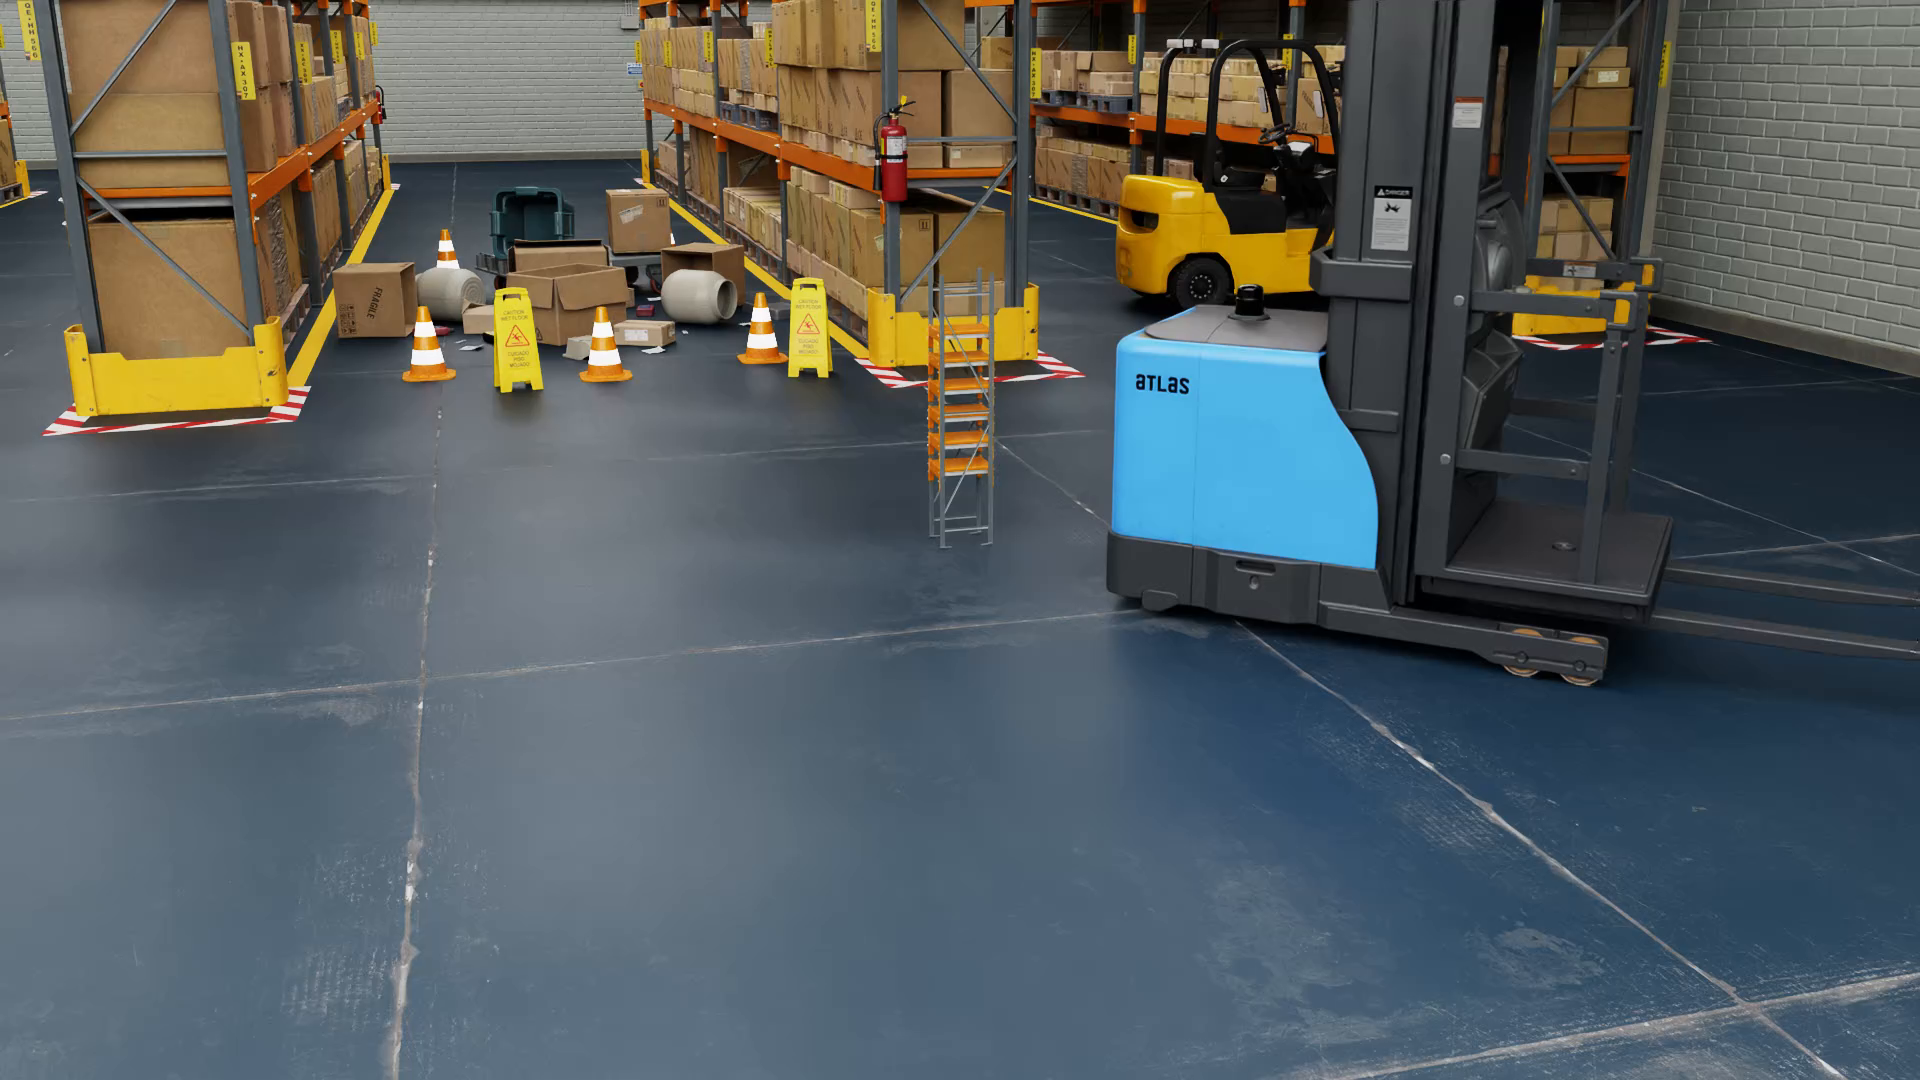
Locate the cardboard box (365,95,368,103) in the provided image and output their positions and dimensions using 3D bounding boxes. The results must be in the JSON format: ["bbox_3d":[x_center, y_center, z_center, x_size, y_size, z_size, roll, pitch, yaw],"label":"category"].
[{"bbox_3d":[-8.539,-6.222,23.389,0.380,0.149,0.250,-6,18,-18],"label":"cardboard box"}]

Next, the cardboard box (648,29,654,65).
[{"bbox_3d":[-4.265,-7.201,24.298,0.500,0.500,0.500,-5,17,-16],"label":"cardboard box"}]

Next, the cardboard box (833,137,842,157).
[{"bbox_3d":[-0.751,-3.002,12.669,0.380,0.149,0.250,-5,17,-16],"label":"cardboard box"}]

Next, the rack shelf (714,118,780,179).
[{"bbox_3d":[-1.673,-4.003,16.814,1.077,0.370,4.000,-5,17,-15],"label":"rack shelf"}]

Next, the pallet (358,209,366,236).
[{"bbox_3d":[-7.499,-3.699,19.399,1.003,0.211,1.213,-5,17,-15],"label":"pallet"}]

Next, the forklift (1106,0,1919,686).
[{"bbox_3d":[2.131,-1.073,5.928,3.031,2.935,1.130,8,19,25],"label":"forklift"}]

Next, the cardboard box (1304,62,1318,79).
[{"bbox_3d":[3.483,-4.437,15.709,0.380,0.149,0.250,-5,17,-16],"label":"cardboard box"}]

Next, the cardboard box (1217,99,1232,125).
[{"bbox_3d":[3.008,-4.513,17.523,0.500,0.250,0.500,-5,17,-15],"label":"cardboard box"}]

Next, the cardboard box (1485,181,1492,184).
[{"bbox_3d":[4.395,-3.012,14.576,0.500,0.250,0.500,-5,17,-16],"label":"cardboard box"}]

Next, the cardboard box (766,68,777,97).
[{"bbox_3d":[-1.471,-4.295,15.117,0.500,0.500,0.500,-5,17,-16],"label":"cardboard box"}]

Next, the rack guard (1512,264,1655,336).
[{"bbox_3d":[4.754,-1.877,12.833,1.175,0.500,0.348,-5,17,-15],"label":"rack guard"}]

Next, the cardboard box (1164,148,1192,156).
[{"bbox_3d":[2.705,-4.778,20.631,0.380,0.149,0.250,-4,17,-12],"label":"cardboard box"}]

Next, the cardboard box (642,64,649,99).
[{"bbox_3d":[-4.565,-7.006,25.388,0.500,0.500,0.500,-5,17,-16],"label":"cardboard box"}]

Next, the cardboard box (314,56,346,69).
[{"bbox_3d":[-7.756,-5.858,20.412,0.380,0.149,0.250,-4,17,-13],"label":"cardboard box"}]

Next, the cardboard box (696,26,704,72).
[{"bbox_3d":[-2.765,-5.691,19.272,0.500,0.500,0.500,-4,17,-14],"label":"cardboard box"}]

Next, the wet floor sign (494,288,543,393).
[{"bbox_3d":[-2.844,-1.289,10.623,0.267,0.644,0.232,-8,18,-25],"label":"wet floor sign"}]

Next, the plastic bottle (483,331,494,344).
[{"bbox_3d":[-3.470,-1.516,12.392,0.133,0.061,0.283,-12,20,-34],"label":"plastic bottle"}]

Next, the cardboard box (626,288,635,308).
[{"bbox_3d":[-2.963,-2.090,13.948,0.396,0.266,0.258,11,20,32],"label":"cardboard box"}]

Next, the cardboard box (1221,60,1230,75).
[{"bbox_3d":[2.961,-4.974,17.496,0.380,0.149,0.250,-5,17,-15],"label":"cardboard box"}]

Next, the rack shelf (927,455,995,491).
[{"bbox_3d":[0.004,-0.298,7.348,0.258,0.103,0.180,-5,17,-15],"label":"rack shelf"}]

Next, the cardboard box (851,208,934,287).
[{"bbox_3d":[-0.495,-2.132,12.082,0.500,0.500,0.500,-5,17,-15],"label":"cardboard box"}]

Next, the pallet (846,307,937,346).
[{"bbox_3d":[-0.234,-1.601,12.414,1.003,0.211,1.213,-5,17,-15],"label":"pallet"}]

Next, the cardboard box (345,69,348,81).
[{"bbox_3d":[-7.754,-5.717,20.459,0.380,0.149,0.250,-4,17,-14],"label":"cardboard box"}]

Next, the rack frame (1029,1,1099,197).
[{"bbox_3d":[1.450,-6.401,23.546,1.000,3.000,0.127,-5,17,-15],"label":"rack frame"}]

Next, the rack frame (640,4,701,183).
[{"bbox_3d":[-4.421,-7.114,25.919,1.000,3.000,0.127,-5,17,-15],"label":"rack frame"}]

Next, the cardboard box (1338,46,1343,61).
[{"bbox_3d":[3.688,-4.442,15.208,0.380,0.149,0.250,-5,17,-16],"label":"cardboard box"}]

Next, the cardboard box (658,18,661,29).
[{"bbox_3d":[-4.085,-7.330,23.601,0.380,0.149,0.250,-5,17,-15],"label":"cardboard box"}]

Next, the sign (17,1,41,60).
[{"bbox_3d":[-5.281,-2.897,9.459,0.100,0.325,0.005,-5,17,-15],"label":"sign"}]

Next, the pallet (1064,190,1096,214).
[{"bbox_3d":[2.048,-4.505,22.083,1.003,0.211,1.213,-5,17,-15],"label":"pallet"}]

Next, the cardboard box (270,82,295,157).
[{"bbox_3d":[-5.569,-3.195,12.615,0.875,0.550,0.550,-5,17,-15],"label":"cardboard box"}]

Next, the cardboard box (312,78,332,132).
[{"bbox_3d":[-6.299,-4.149,15.878,0.500,0.500,0.500,-5,17,-16],"label":"cardboard box"}]

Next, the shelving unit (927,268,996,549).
[{"bbox_3d":[0.004,-0.571,7.266,0.258,1.200,0.189,-5,17,-15],"label":"shelving unit"}]

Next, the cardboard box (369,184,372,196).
[{"bbox_3d":[-7.845,-4.550,21.610,0.380,0.149,0.250,-5,18,-18],"label":"cardboard box"}]

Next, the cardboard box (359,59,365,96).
[{"bbox_3d":[-8.090,-6.071,21.759,0.500,0.500,0.500,-5,17,-15],"label":"cardboard box"}]

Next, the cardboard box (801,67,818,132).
[{"bbox_3d":[-0.985,-3.564,13.412,0.500,0.500,0.500,-5,17,-16],"label":"cardboard box"}]

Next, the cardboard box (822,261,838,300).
[{"bbox_3d":[-0.789,-2.063,13.154,0.500,0.250,0.500,-5,18,-17],"label":"cardboard box"}]

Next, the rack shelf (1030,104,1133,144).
[{"bbox_3d":[1.999,-5.503,21.808,1.077,0.370,4.000,-5,17,-15],"label":"rack shelf"}]

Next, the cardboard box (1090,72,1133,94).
[{"bbox_3d":[1.948,-5.690,20.710,0.500,0.250,0.500,-6,18,-18],"label":"cardboard box"}]

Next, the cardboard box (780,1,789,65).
[{"bbox_3d":[-1.092,-4.182,13.730,0.700,0.500,0.500,-5,17,-15],"label":"cardboard box"}]

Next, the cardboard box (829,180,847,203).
[{"bbox_3d":[-0.797,-2.682,12.785,0.380,0.149,0.250,-4,17,-13],"label":"cardboard box"}]

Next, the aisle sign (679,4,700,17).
[{"bbox_3d":[-4.143,-8.403,25.693,0.394,0.787,0.004,-5,17,-15],"label":"aisle sign"}]

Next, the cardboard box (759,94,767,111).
[{"bbox_3d":[-1.691,-4.138,15.722,0.380,0.149,0.250,-5,17,-16],"label":"cardboard box"}]

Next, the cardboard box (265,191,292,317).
[{"bbox_3d":[-5.498,-2.130,12.292,0.875,0.875,0.875,-5,17,-15],"label":"cardboard box"}]

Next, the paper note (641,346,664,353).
[{"bbox_3d":[-2.198,-1.370,11.960,0.148,0.019,0.142,-12,20,-34],"label":"paper note"}]

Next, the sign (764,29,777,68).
[{"bbox_3d":[-1.656,-4.304,14.553,0.100,0.325,0.005,-5,17,-15],"label":"sign"}]

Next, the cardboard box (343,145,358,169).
[{"bbox_3d":[-7.318,-4.477,19.452,0.500,0.250,0.500,-6,18,-18],"label":"cardboard box"}]

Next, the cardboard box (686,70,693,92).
[{"bbox_3d":[-3.048,-5.607,20.297,0.500,0.250,0.500,-5,17,-17],"label":"cardboard box"}]

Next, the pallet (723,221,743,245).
[{"bbox_3d":[-2.009,-3.349,18.234,1.003,0.211,1.213,-5,17,-15],"label":"pallet"}]

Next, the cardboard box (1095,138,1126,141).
[{"bbox_3d":[2.076,-5.429,22.798,0.380,0.149,0.250,-6,18,-18],"label":"cardboard box"}]

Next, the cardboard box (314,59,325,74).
[{"bbox_3d":[-6.896,-4.991,17.527,0.380,0.149,0.250,-5,17,-15],"label":"cardboard box"}]

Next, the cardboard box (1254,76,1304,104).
[{"bbox_3d":[3.267,-4.471,16.514,0.500,0.250,0.500,-5,17,-16],"label":"cardboard box"}]

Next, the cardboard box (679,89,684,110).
[{"bbox_3d":[-3.311,-5.650,21.307,0.500,0.250,0.500,-5,17,-17],"label":"cardboard box"}]

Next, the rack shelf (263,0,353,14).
[{"bbox_3d":[-7.504,-6.127,18.670,1.077,0.370,4.000,-5,17,-15],"label":"rack shelf"}]

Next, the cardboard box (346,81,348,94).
[{"bbox_3d":[-7.754,-5.574,20.502,0.380,0.149,0.250,-5,17,-17],"label":"cardboard box"}]

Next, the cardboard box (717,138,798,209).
[{"bbox_3d":[-2.333,-4.282,19.456,0.875,0.875,0.875,-5,17,-16],"label":"cardboard box"}]

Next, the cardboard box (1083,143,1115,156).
[{"bbox_3d":[1.832,-5.094,21.685,0.380,0.149,0.250,-6,18,-18],"label":"cardboard box"}]

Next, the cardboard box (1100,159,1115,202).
[{"bbox_3d":[2.099,-4.537,20.958,0.500,0.500,0.500,-5,17,-16],"label":"cardboard box"}]

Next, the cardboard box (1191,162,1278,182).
[{"bbox_3d":[3.080,-3.818,18.346,0.875,0.625,0.625,-5,18,-18],"label":"cardboard box"}]
